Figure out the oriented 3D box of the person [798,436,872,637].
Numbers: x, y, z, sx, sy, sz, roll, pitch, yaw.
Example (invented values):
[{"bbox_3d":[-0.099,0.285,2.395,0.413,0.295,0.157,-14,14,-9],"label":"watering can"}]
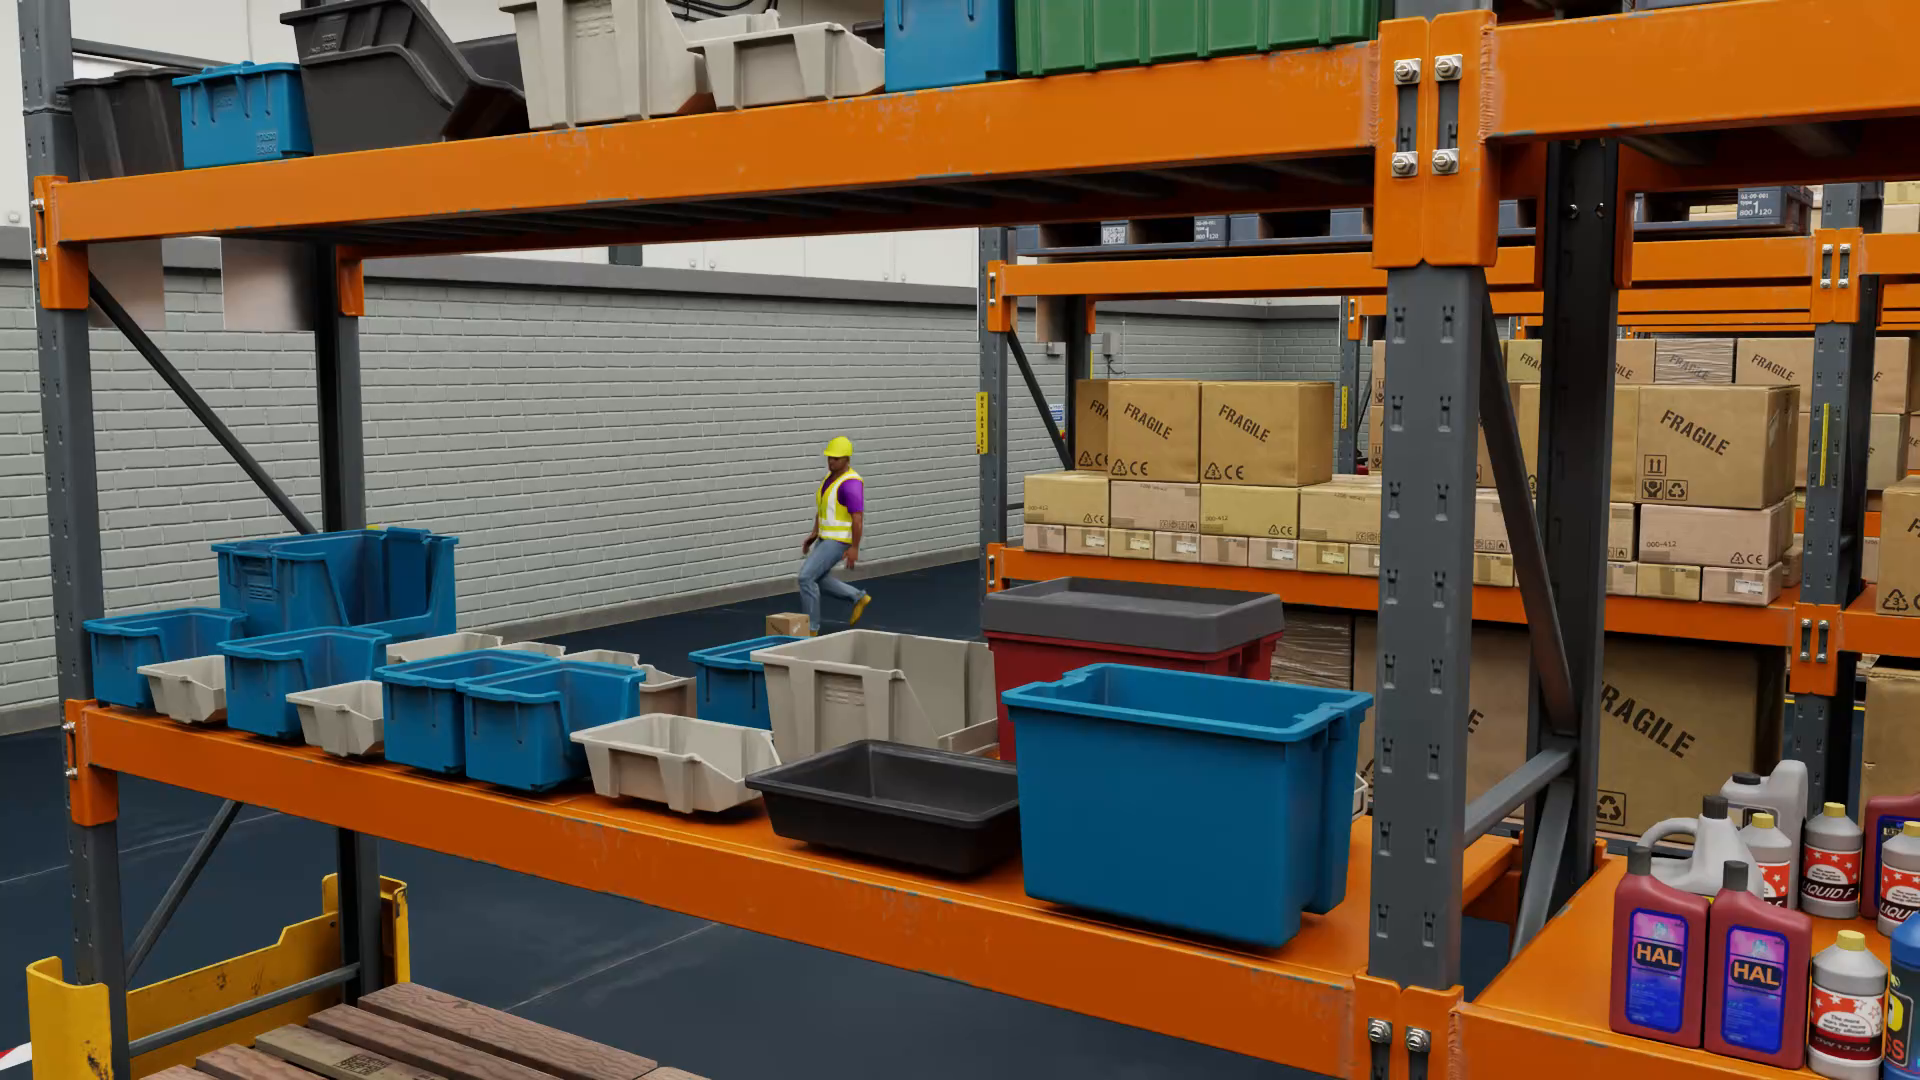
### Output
[{"bbox_3d":[-1.093,-0.021,13.783,0.801,1.675,0.561,-2,7,-20],"label":"person"}]
